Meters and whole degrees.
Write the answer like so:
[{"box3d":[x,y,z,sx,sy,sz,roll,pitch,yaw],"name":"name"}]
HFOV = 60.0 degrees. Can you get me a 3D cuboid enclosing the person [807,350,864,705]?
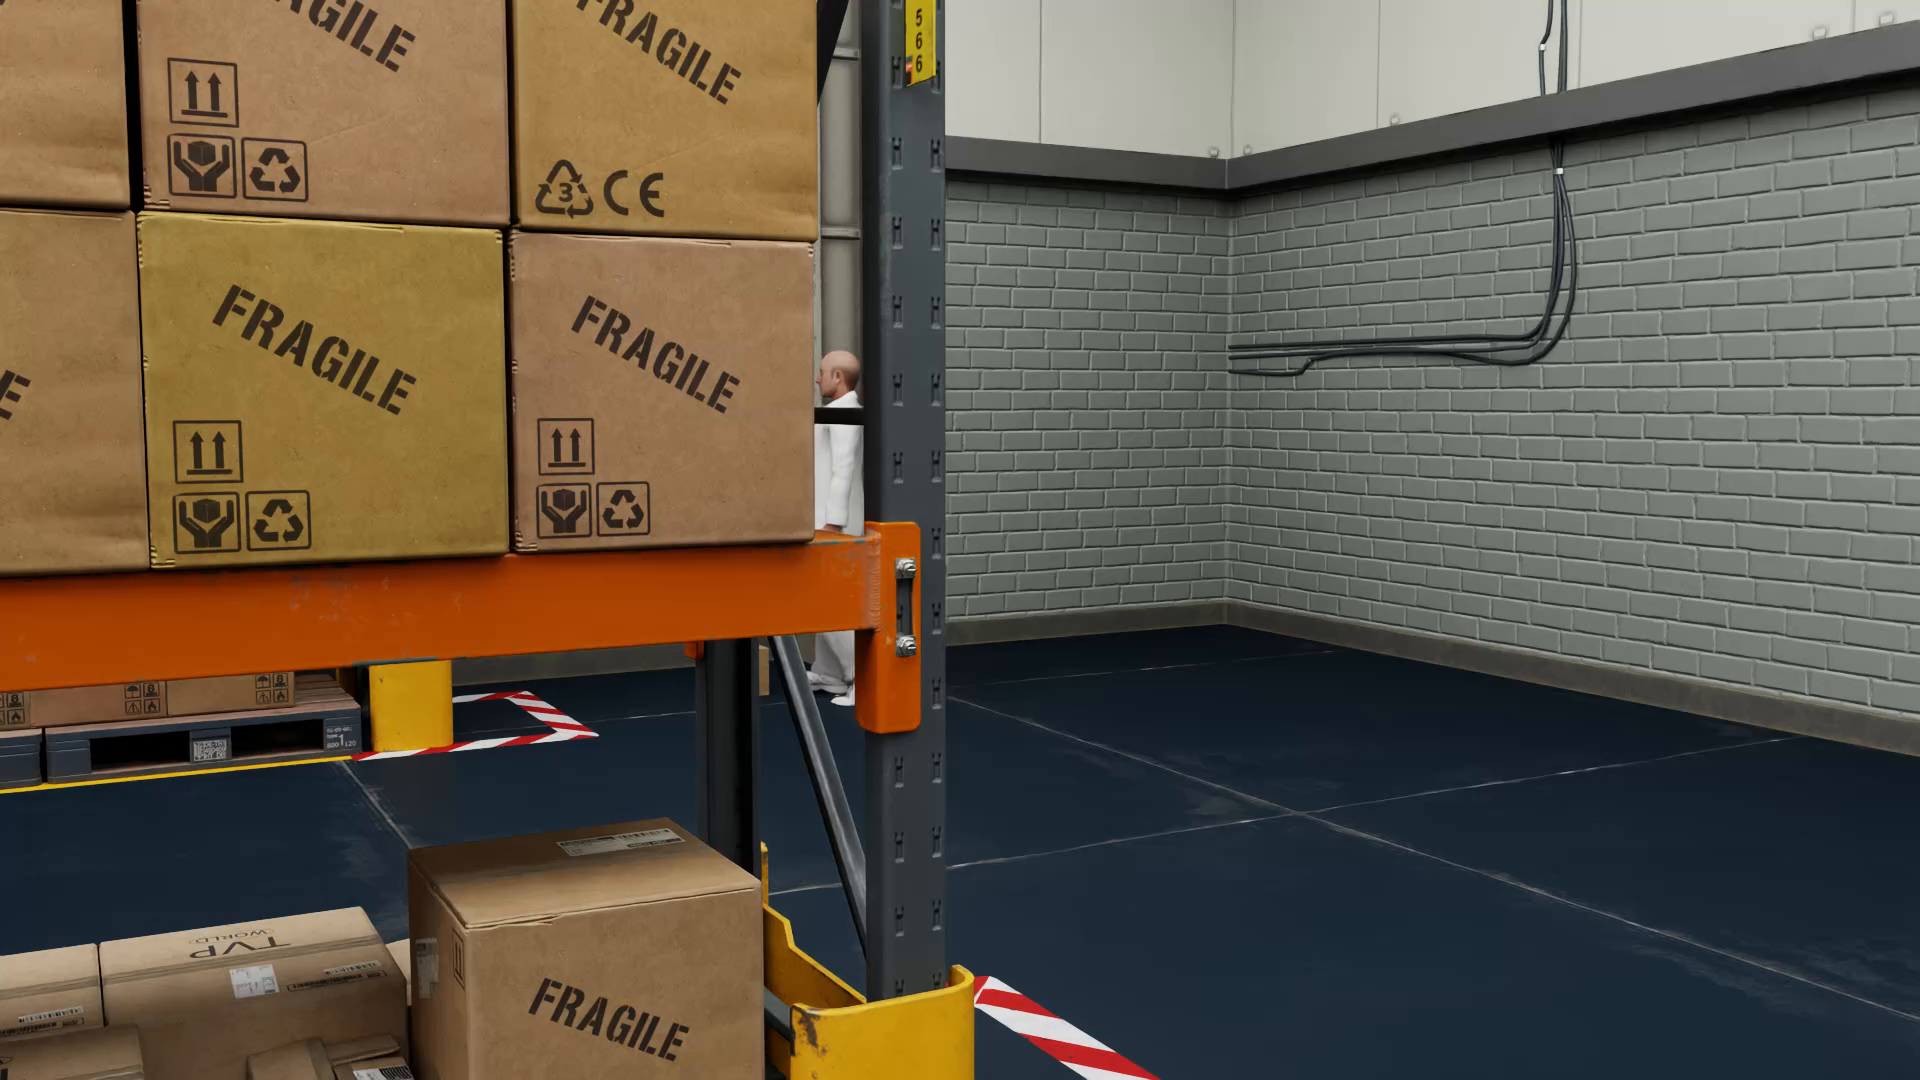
[{"box3d":[-0.641,-0.062,8.592,0.612,1.825,0.618,0,5,4],"name":"person"}]
